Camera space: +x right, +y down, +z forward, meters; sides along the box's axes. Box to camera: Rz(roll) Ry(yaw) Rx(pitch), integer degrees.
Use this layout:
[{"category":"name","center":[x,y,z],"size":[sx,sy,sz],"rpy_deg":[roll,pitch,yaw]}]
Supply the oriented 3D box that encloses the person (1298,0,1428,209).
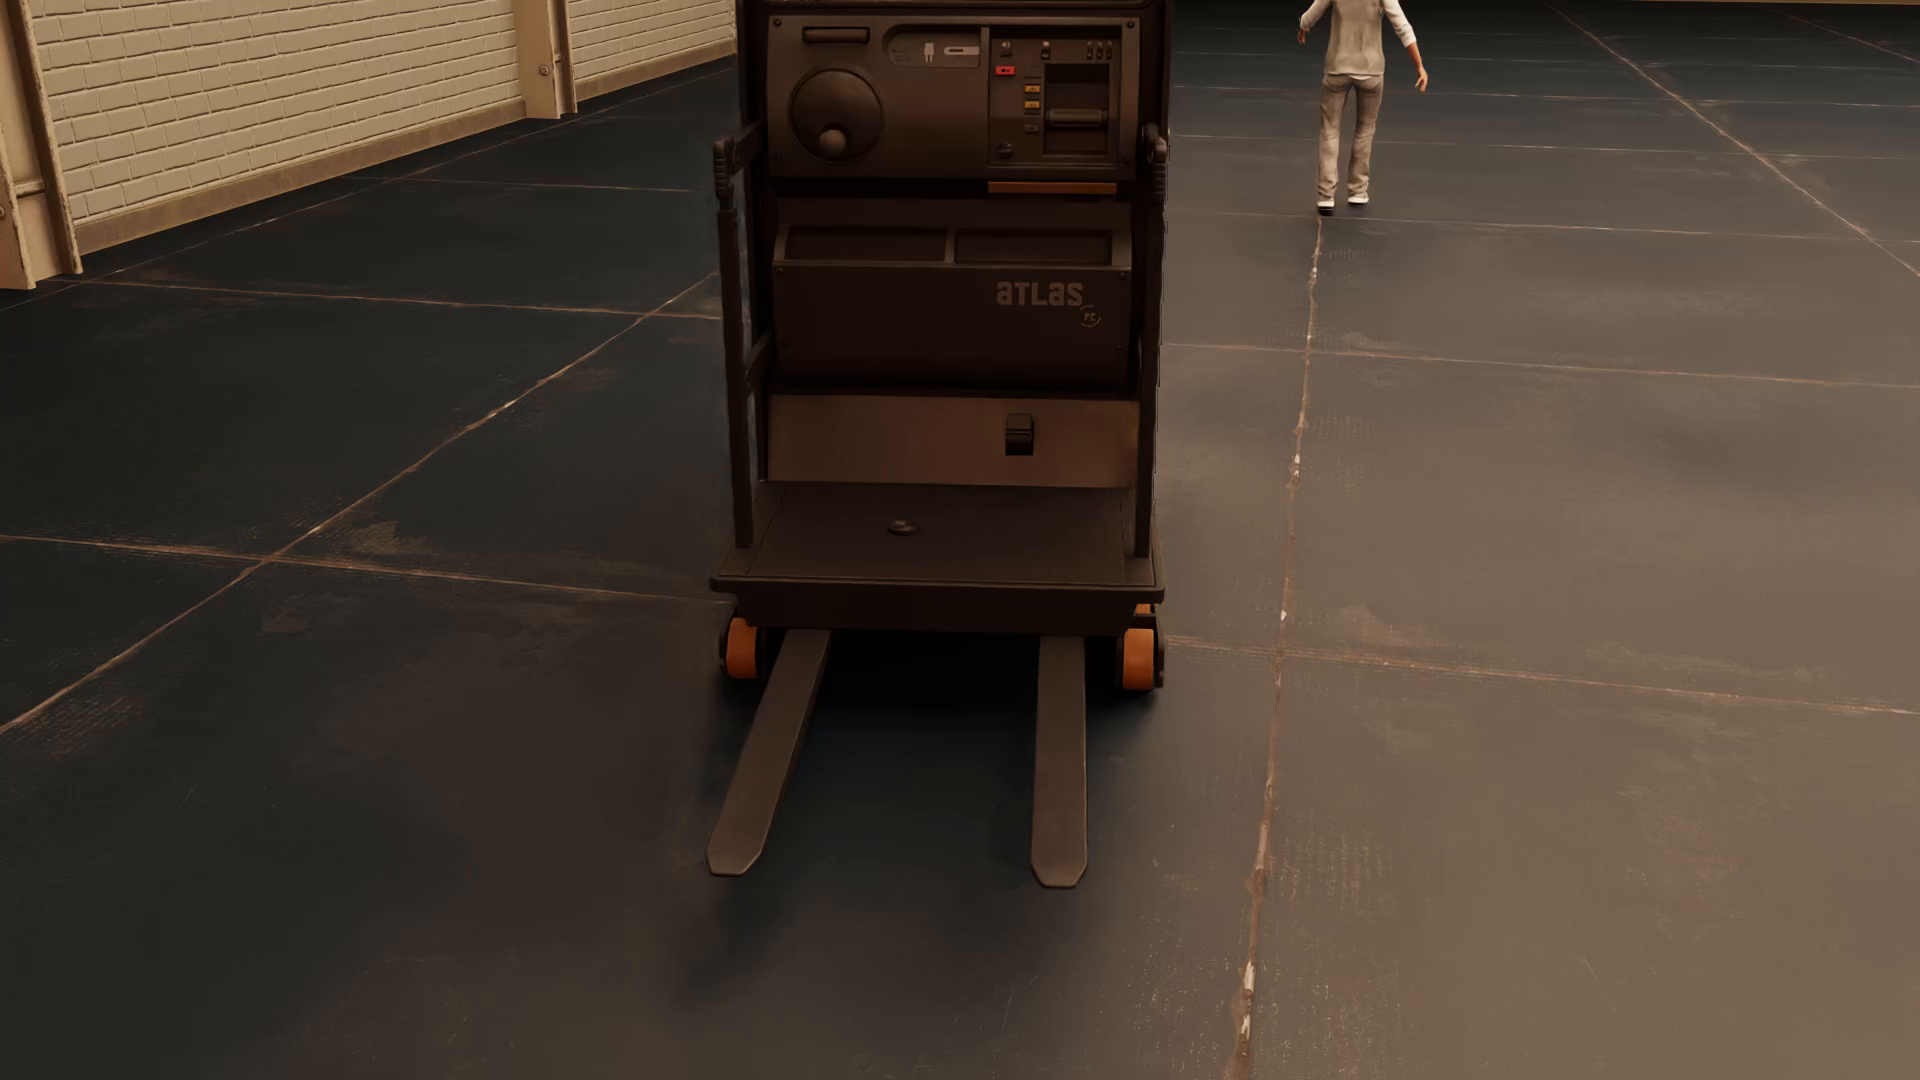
[{"category":"person","center":[2.355,-2.750,9.835],"size":[0.817,1.571,0.706],"rpy_deg":[7,23,17]}]

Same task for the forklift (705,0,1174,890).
[{"category":"forklift","center":[-0.031,-1.100,3.964],"size":[1.130,2.935,3.031],"rpy_deg":[1,22,3]}]
